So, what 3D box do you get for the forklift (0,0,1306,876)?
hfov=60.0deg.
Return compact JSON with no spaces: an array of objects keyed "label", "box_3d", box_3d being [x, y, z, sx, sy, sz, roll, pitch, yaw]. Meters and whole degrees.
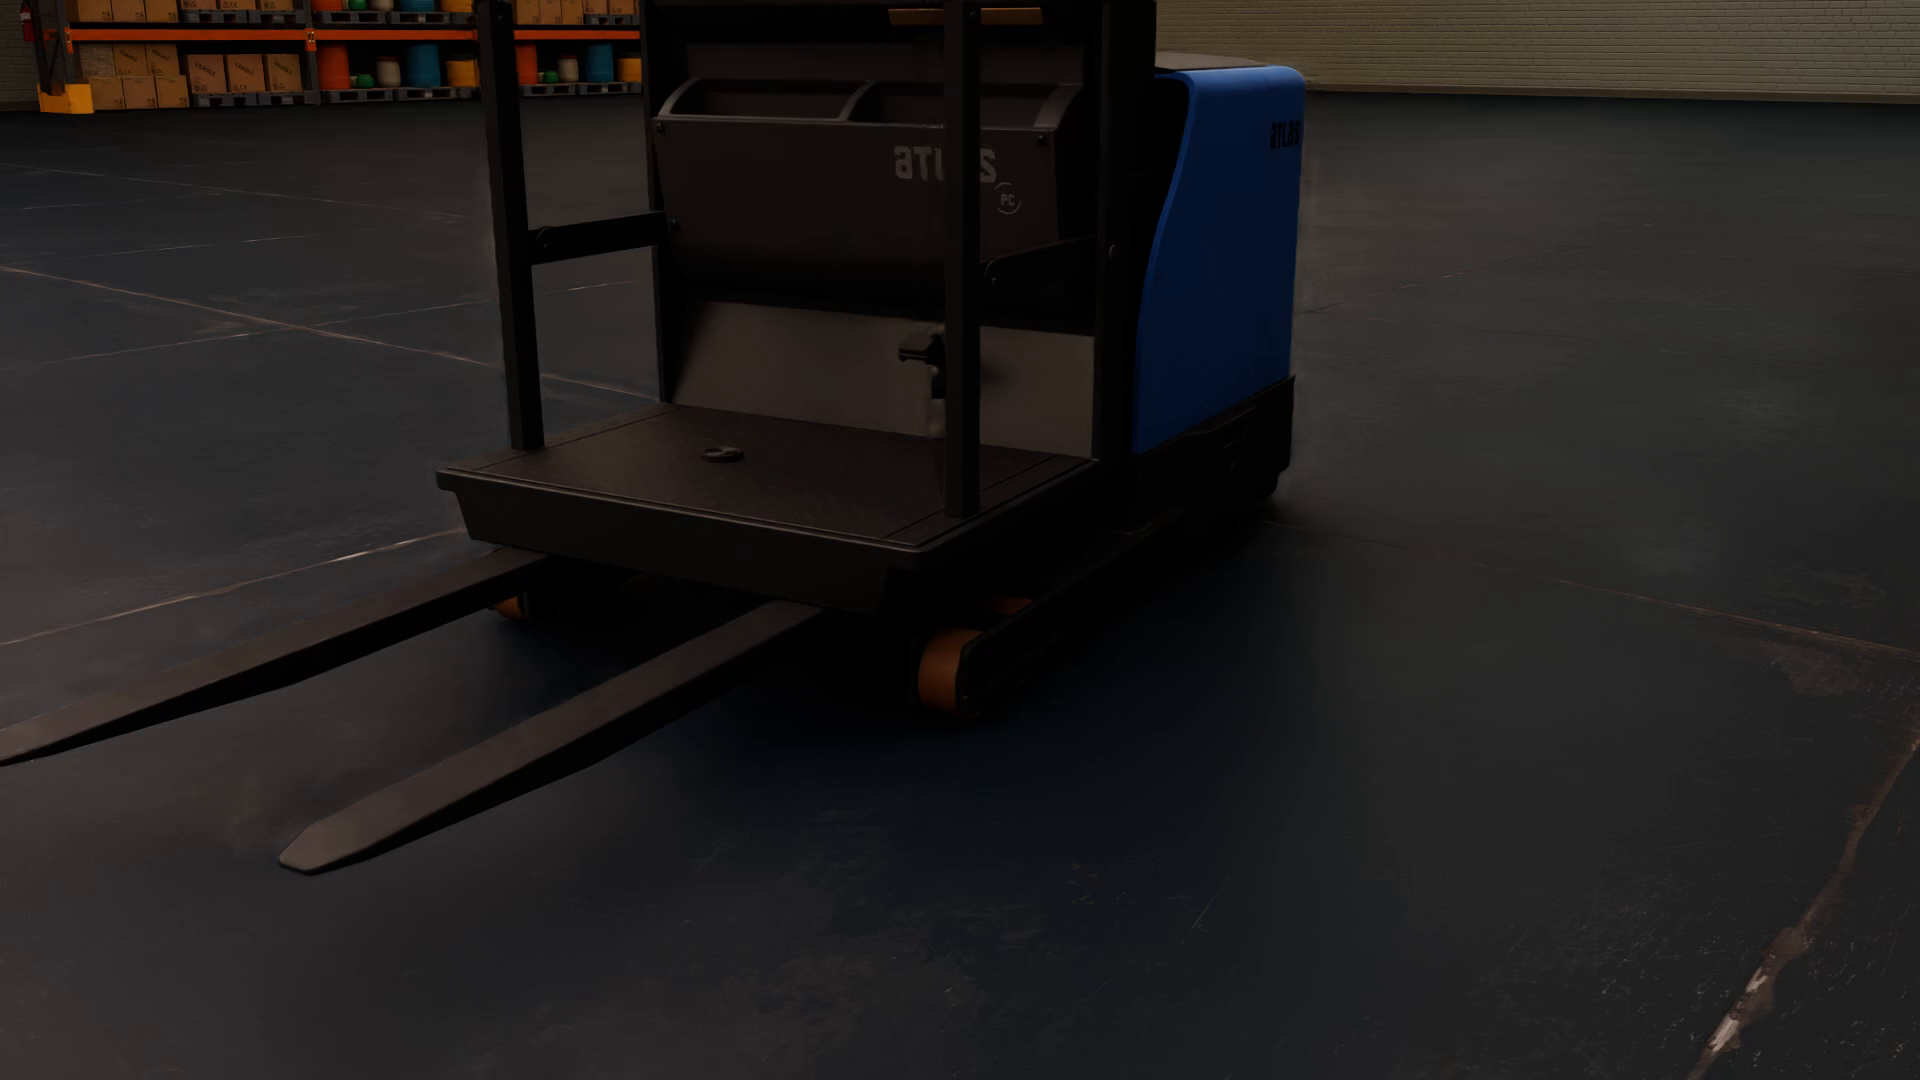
[{"label":"forklift","box_3d":[-0.299,-1.238,2.973,1.130,2.935,3.031,9,19,28]}]
